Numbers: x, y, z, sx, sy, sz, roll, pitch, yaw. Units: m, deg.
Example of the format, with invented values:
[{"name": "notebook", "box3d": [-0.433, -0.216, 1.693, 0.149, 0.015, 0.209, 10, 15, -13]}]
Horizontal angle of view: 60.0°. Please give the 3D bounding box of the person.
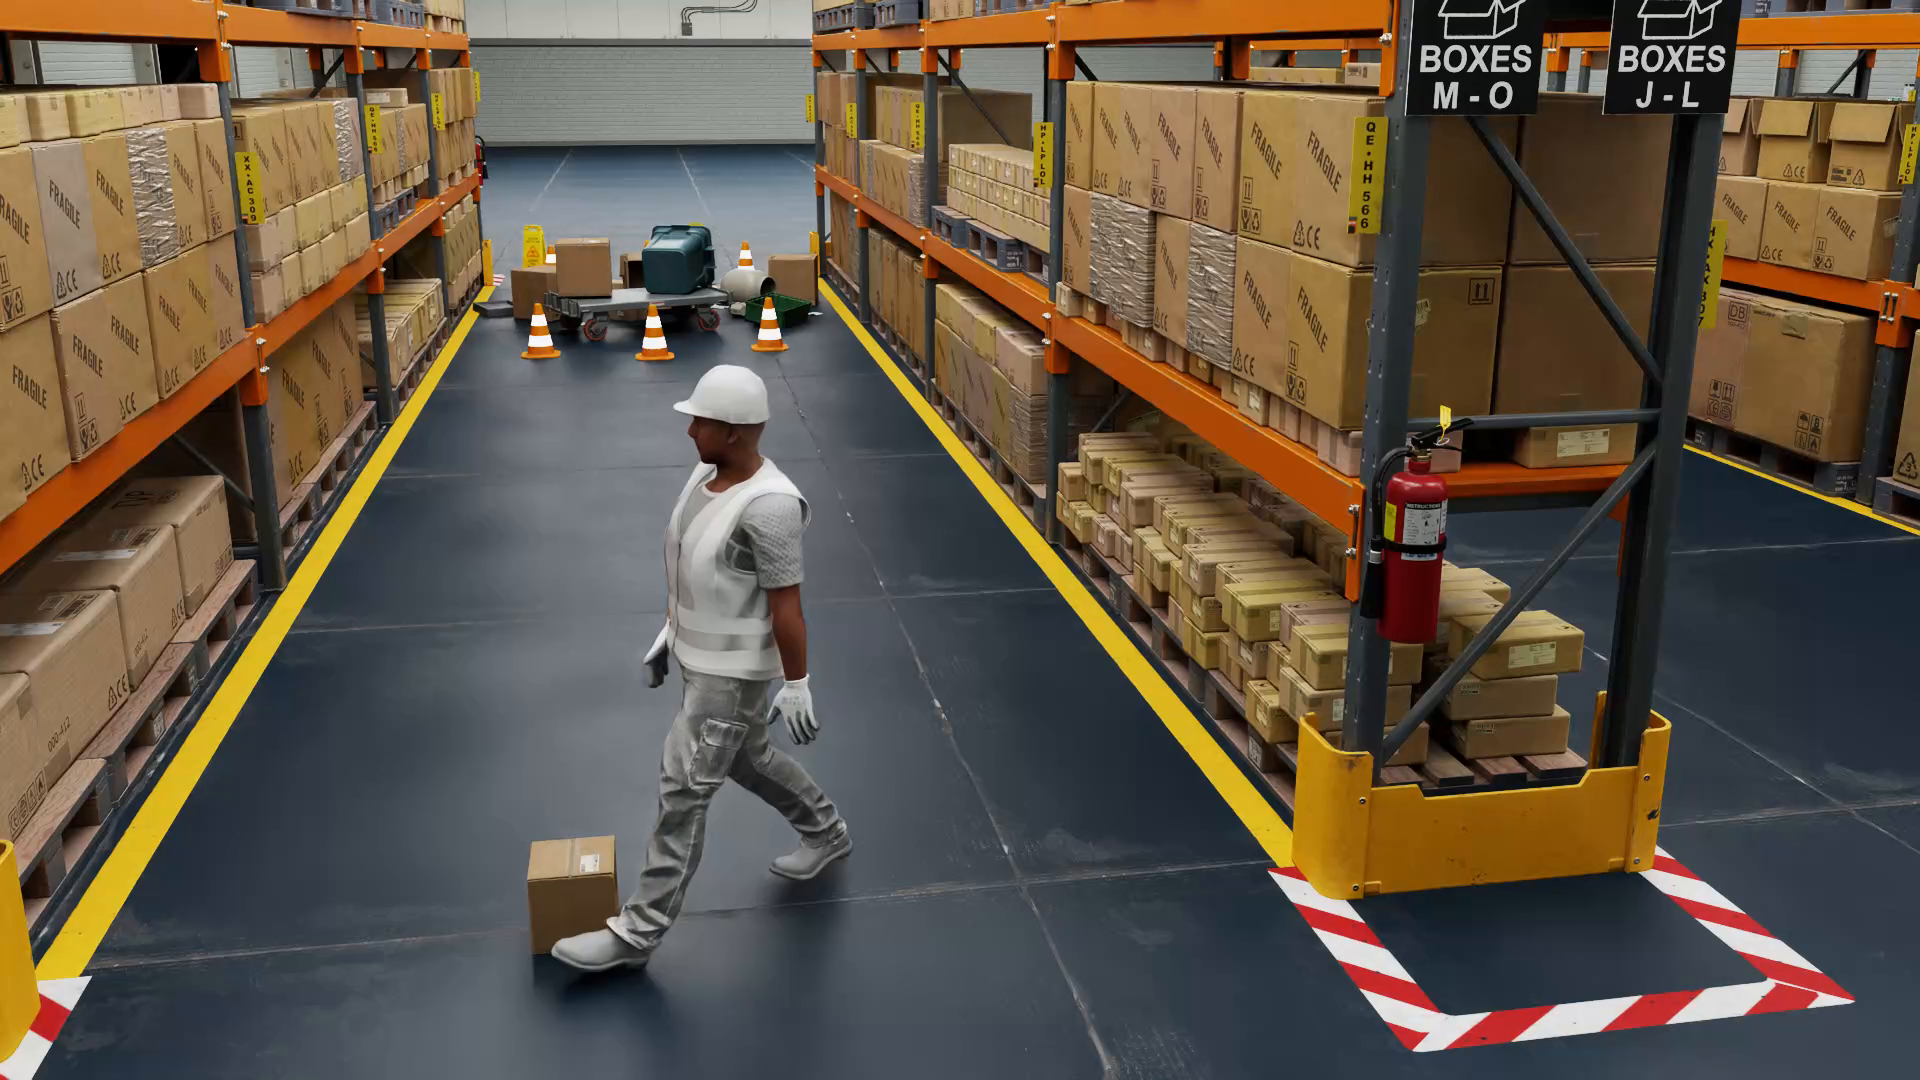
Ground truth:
[{"name": "person", "box3d": [-0.761, 0.351, 4.881, 1.049, 1.735, 0.584, -8, 18, -25]}]
